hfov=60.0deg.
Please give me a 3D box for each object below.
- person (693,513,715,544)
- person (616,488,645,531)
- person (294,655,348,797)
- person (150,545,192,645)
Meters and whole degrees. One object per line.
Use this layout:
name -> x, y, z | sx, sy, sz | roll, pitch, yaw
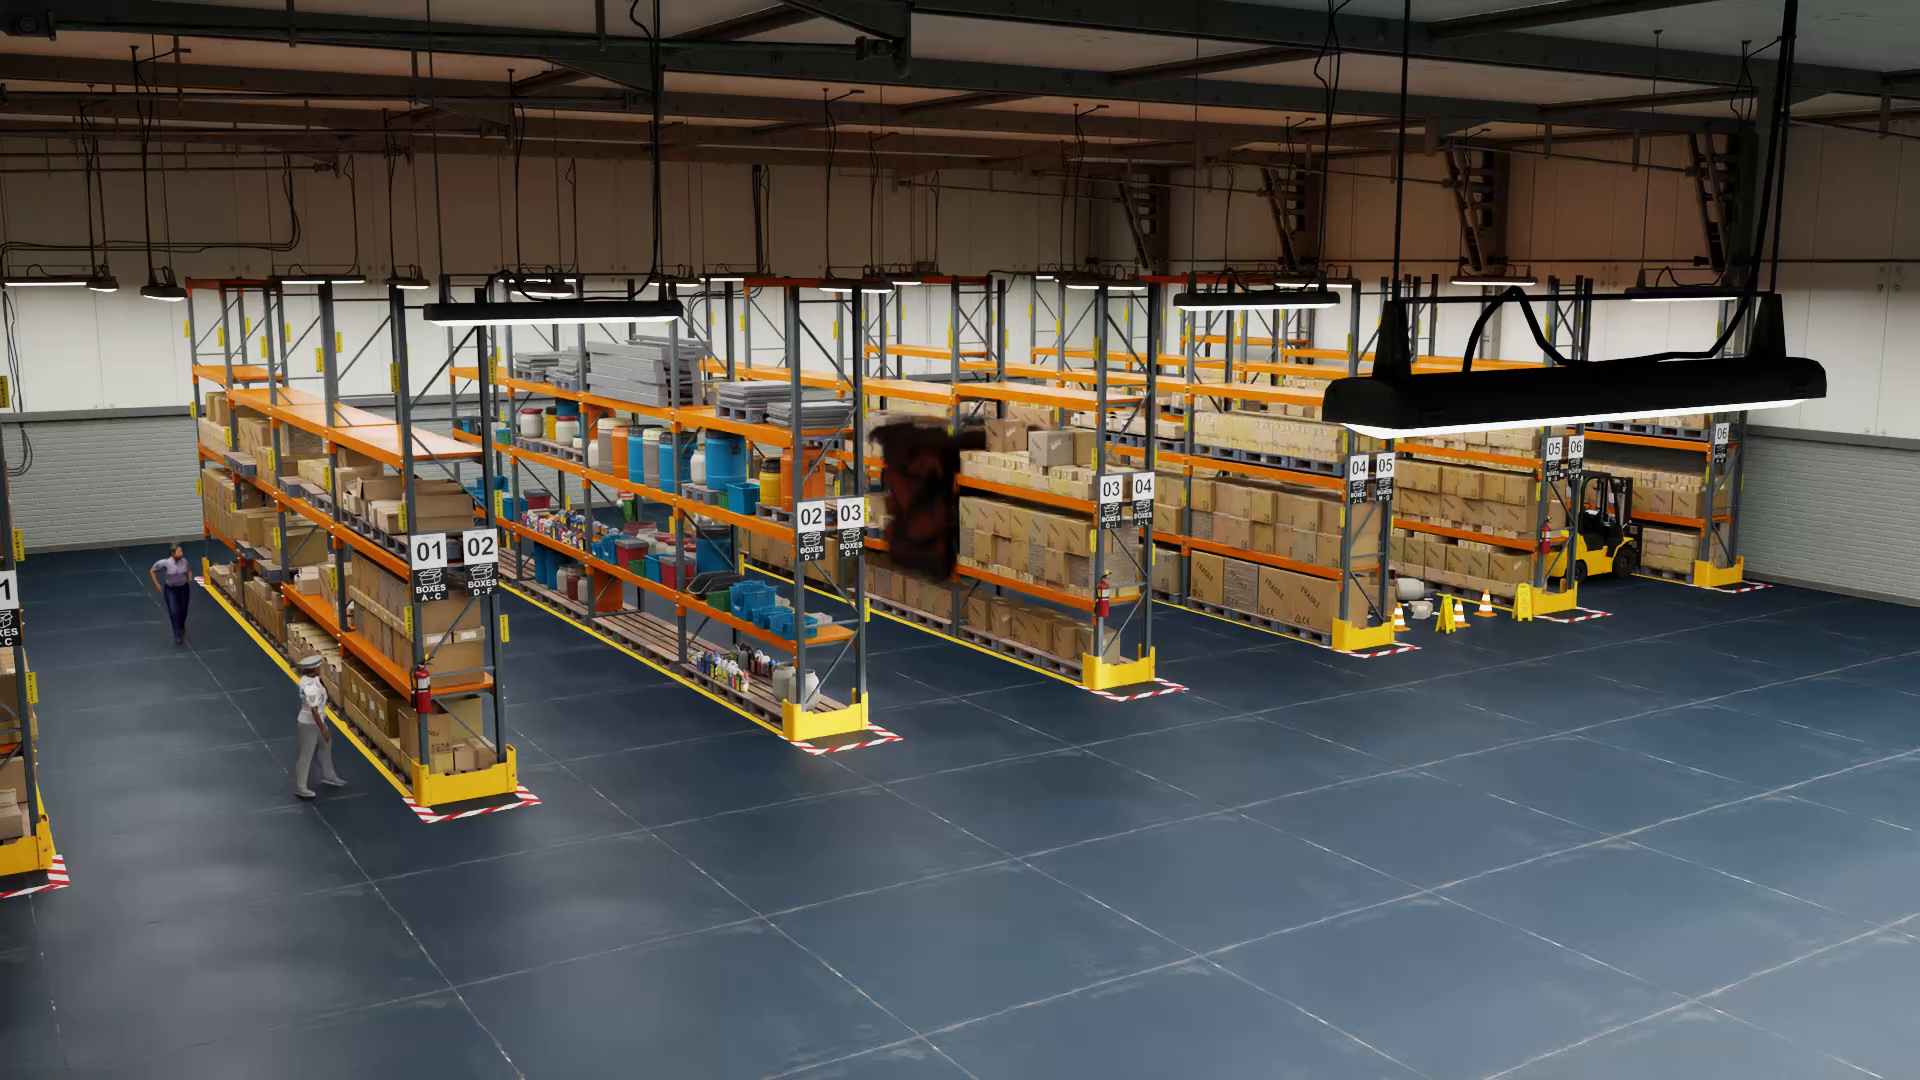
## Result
person -> -5.187, -0.071, 33.769 | 0.447, 1.540, 0.939 | -7, 12, -35
person -> -7.532, -0.927, 38.095 | 0.595, 1.741, 0.972 | -9, 13, -43
person -> -7.715, 2.214, 19.918 | 0.534, 1.708, 0.620 | -2, 10, -9
person -> -13.151, 0.872, 27.787 | 0.641, 1.599, 1.028 | -6, 11, -31
